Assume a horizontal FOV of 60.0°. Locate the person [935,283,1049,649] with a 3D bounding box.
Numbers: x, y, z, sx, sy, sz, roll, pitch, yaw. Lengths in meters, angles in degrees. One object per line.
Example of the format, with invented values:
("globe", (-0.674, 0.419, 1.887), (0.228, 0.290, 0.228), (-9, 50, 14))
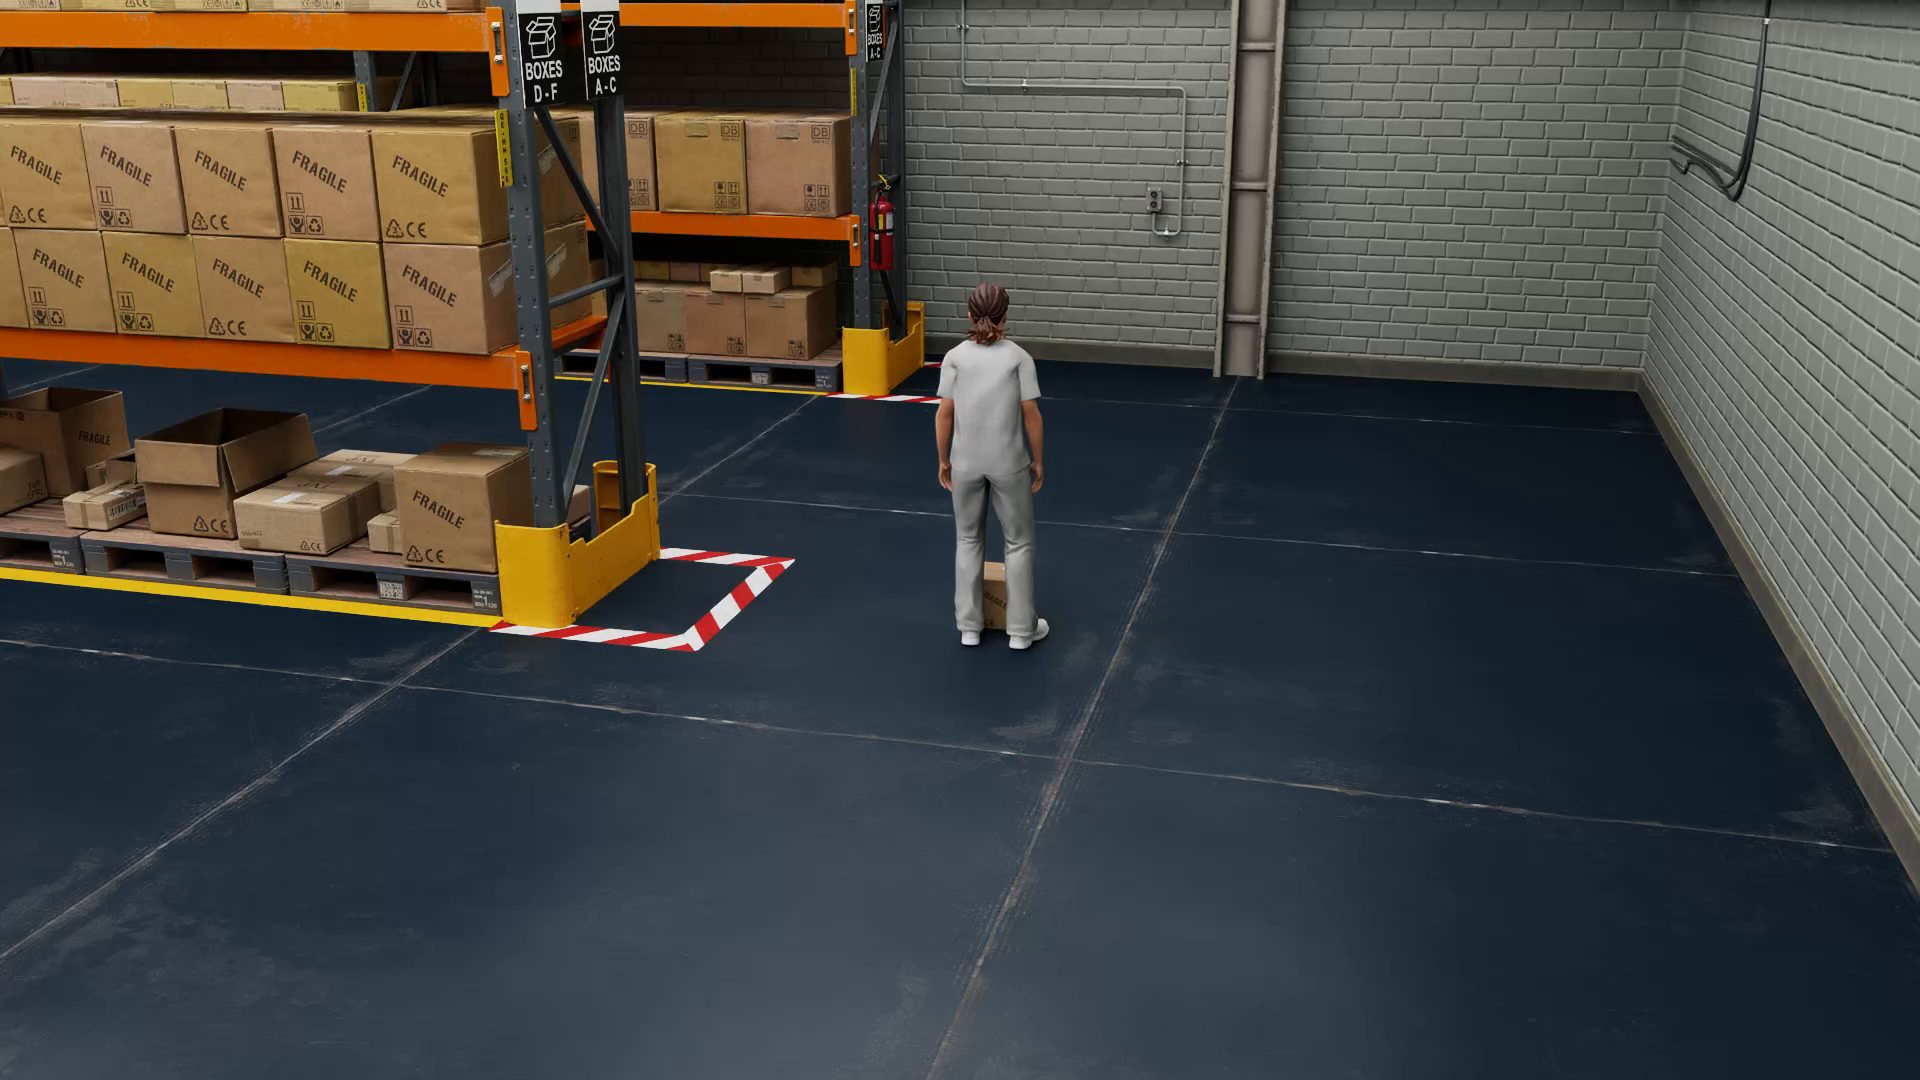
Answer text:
("person", (0.147, -0.328, 7.553), (0.513, 1.671, 0.363), (3, 19, 10))
